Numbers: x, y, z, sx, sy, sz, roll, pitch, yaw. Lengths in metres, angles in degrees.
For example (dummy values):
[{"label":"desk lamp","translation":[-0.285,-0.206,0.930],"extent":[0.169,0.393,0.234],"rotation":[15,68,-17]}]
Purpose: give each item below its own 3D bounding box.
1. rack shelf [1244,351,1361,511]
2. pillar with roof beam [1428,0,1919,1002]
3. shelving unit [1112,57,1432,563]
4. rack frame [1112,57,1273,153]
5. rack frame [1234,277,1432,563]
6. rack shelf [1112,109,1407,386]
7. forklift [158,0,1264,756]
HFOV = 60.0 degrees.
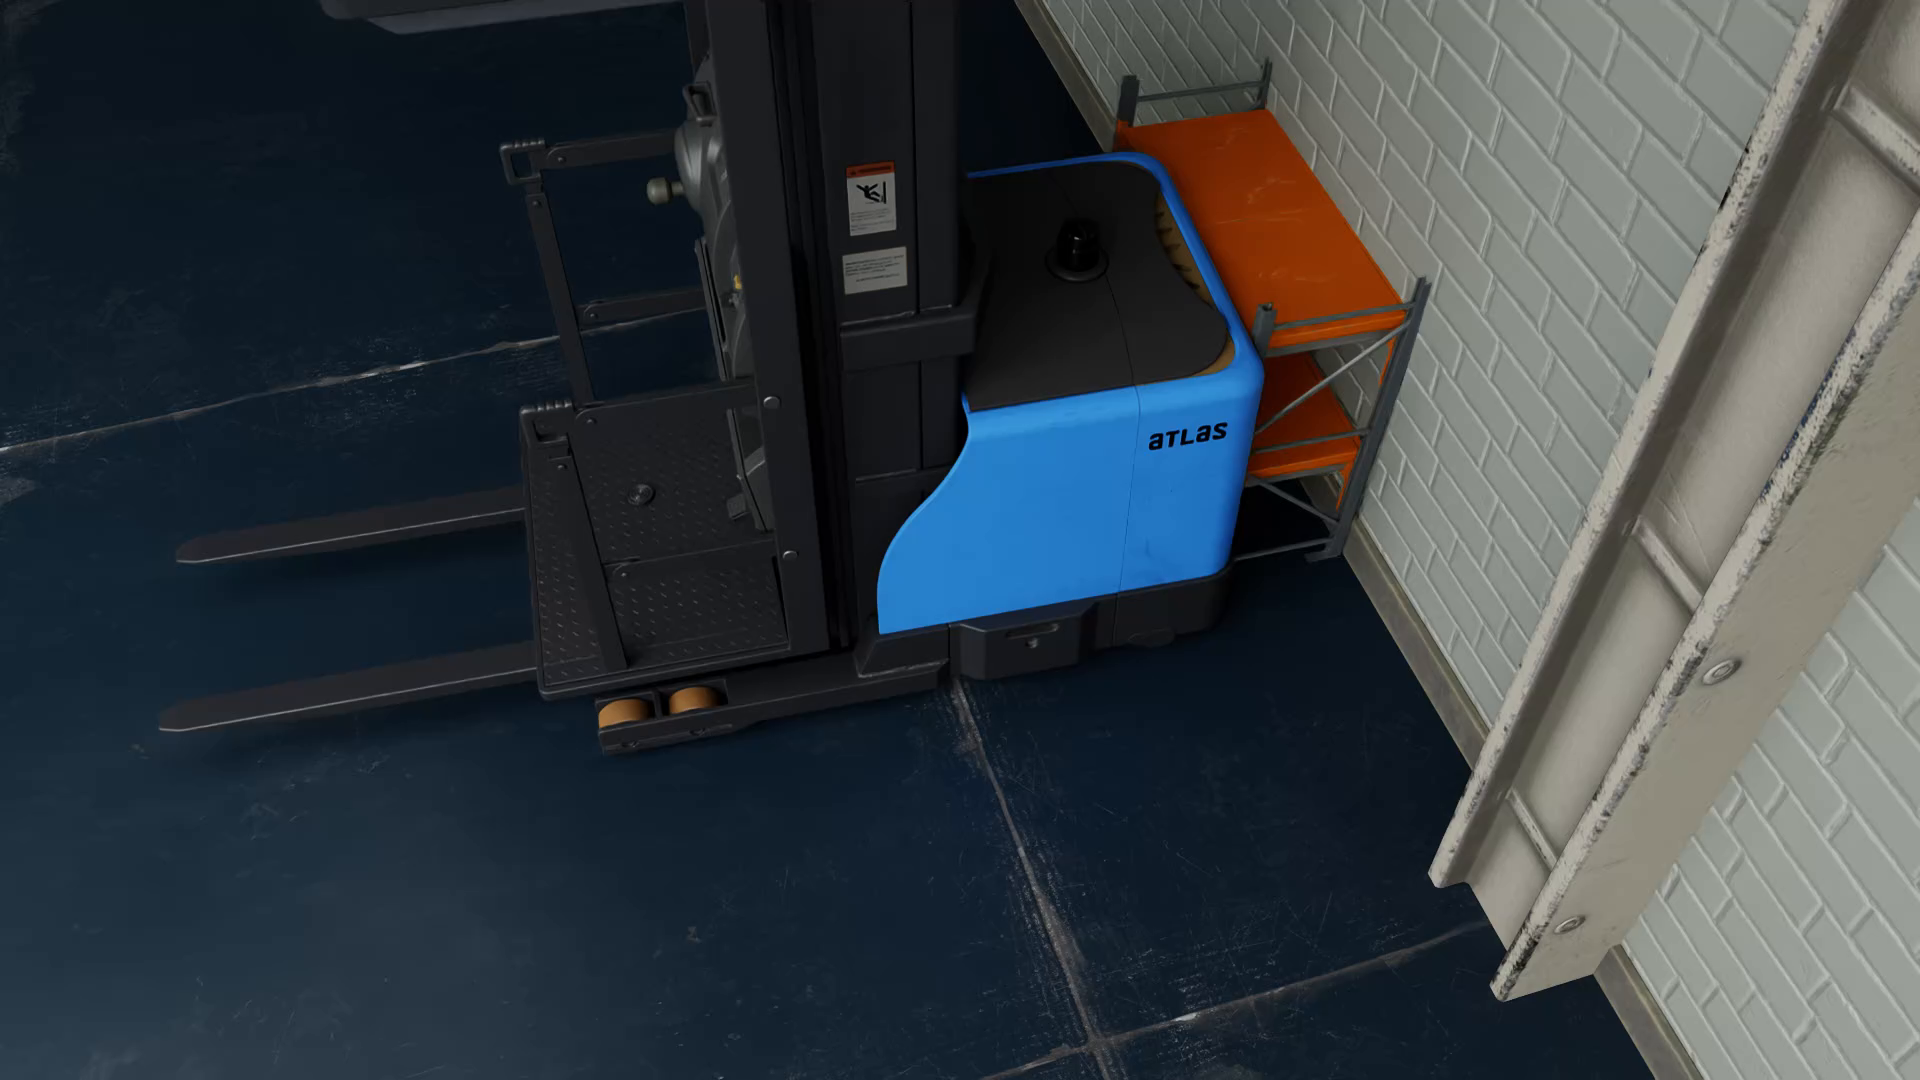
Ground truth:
[{"label":"rack shelf","translation":[0.821,-0.497,5.232],"extent":[0.538,0.278,1.000],"rotation":[-11,52,-13]},{"label":"pillar with roof beam","translation":[-2.645,-0.924,0.143],"extent":[9.100,9.000,0.400],"rotation":[-13,51,-11]},{"label":"shelving unit","translation":[0.834,-0.654,5.045],"extent":[0.538,1.125,1.048],"rotation":[-11,52,-13]},{"label":"rack frame","translation":[0.692,-1.033,5.353],"extent":[0.500,1.125,0.032],"rotation":[-11,52,-13]},{"label":"rack frame","translation":[0.977,-0.276,4.737],"extent":[0.500,1.125,0.032],"rotation":[-11,52,-13]},{"label":"rack shelf","translation":[0.850,-0.842,4.821],"extent":[0.538,0.278,1.000],"rotation":[-11,52,-13]},{"label":"forklift","translation":[-0.777,-0.786,3.996],"extent":[3.031,2.935,1.130],"rotation":[-10,51,-8]}]
